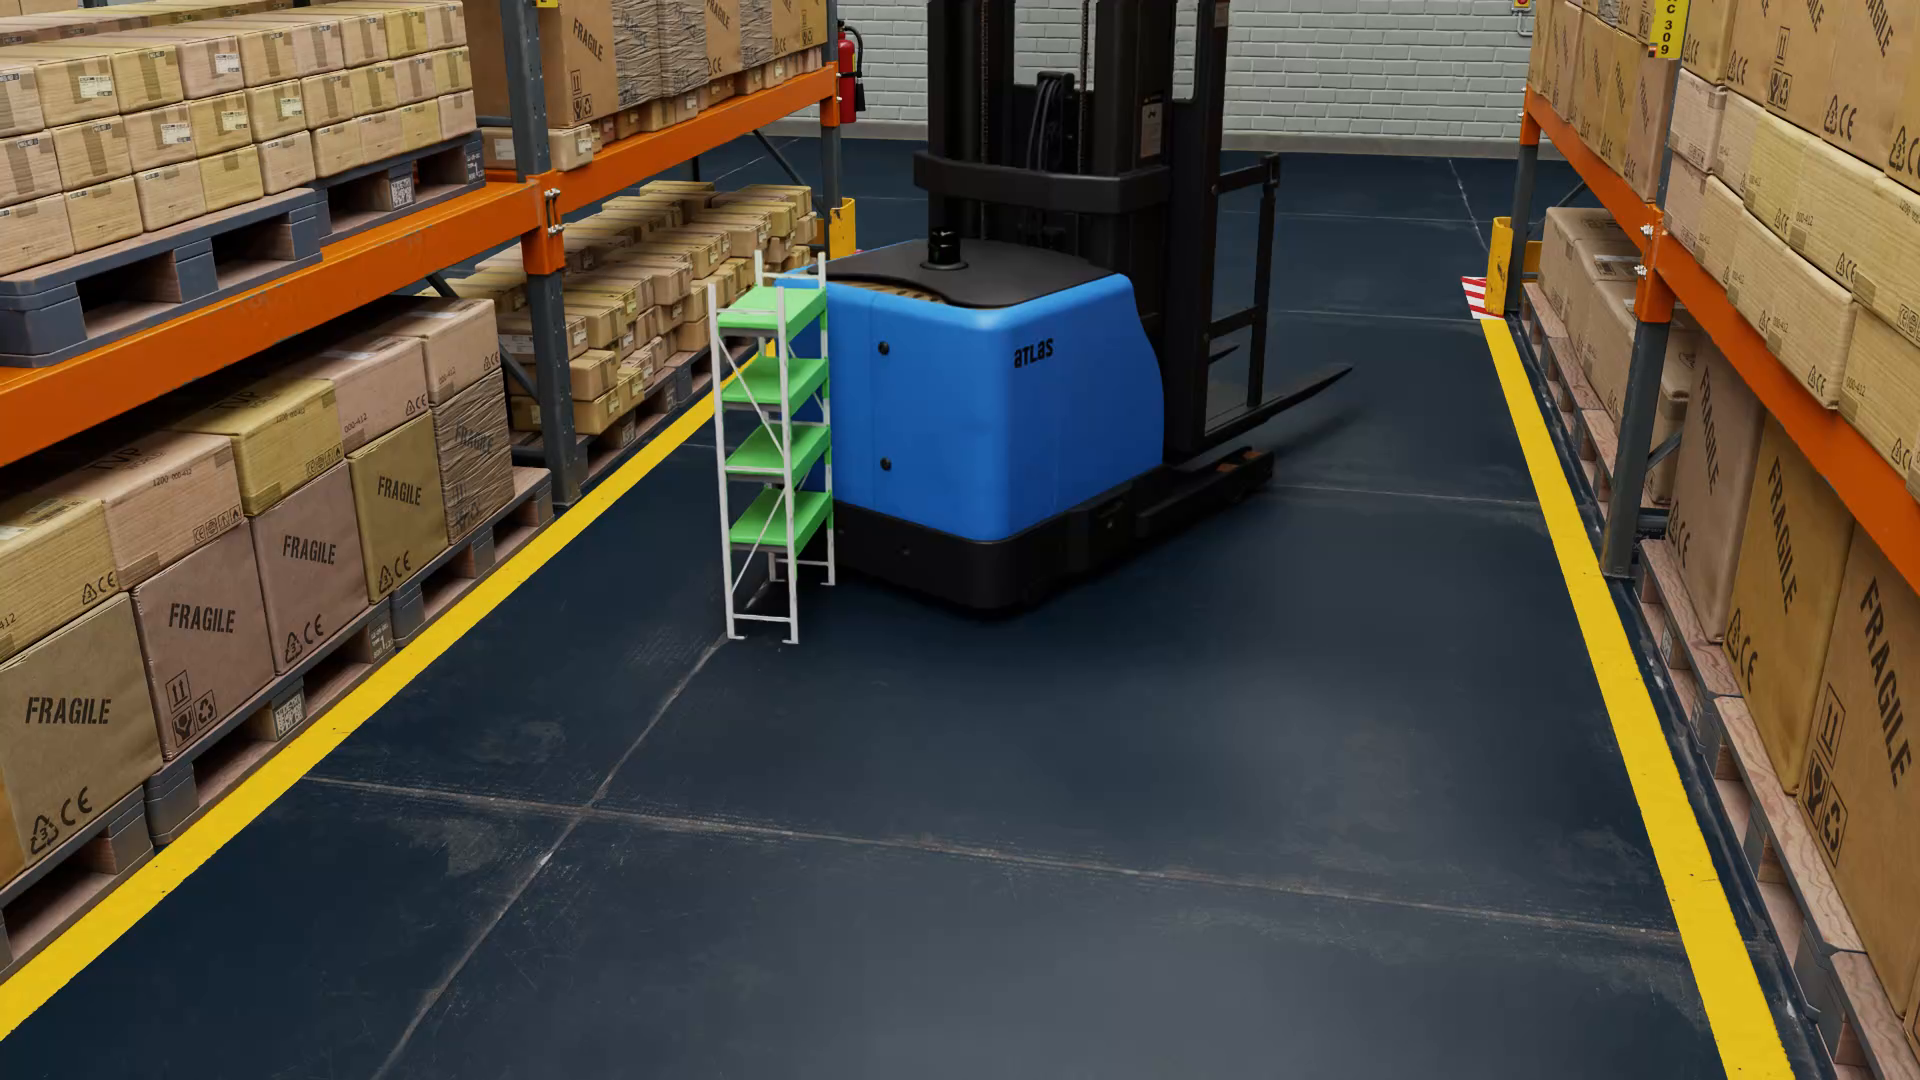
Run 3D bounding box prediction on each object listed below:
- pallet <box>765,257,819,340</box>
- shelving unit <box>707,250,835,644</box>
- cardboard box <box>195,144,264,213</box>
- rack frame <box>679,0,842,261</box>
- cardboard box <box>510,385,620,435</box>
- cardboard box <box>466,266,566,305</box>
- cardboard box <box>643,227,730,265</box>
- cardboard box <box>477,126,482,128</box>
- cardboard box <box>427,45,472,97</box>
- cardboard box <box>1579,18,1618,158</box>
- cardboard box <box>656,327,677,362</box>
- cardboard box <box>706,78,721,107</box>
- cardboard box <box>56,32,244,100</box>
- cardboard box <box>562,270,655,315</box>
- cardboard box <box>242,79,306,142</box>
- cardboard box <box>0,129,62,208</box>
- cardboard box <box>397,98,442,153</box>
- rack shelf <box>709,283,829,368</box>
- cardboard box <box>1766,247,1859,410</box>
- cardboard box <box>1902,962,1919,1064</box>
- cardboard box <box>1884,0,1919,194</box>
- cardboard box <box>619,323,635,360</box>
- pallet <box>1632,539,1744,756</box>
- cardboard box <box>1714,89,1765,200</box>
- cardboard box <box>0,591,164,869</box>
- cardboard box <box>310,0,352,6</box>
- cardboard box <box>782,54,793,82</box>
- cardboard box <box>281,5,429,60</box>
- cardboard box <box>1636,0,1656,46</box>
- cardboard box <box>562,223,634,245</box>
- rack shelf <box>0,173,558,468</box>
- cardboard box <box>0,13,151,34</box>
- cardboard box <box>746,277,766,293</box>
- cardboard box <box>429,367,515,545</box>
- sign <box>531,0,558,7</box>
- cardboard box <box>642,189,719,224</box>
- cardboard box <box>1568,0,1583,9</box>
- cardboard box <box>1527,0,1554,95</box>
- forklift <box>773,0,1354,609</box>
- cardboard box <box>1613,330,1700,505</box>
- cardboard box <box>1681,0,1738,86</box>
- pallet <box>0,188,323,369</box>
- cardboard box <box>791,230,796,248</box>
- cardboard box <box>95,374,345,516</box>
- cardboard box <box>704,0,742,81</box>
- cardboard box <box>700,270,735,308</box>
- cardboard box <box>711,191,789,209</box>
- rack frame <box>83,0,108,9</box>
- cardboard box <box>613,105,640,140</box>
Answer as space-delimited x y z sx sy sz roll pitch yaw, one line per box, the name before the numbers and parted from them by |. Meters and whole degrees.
pallet | -1.441 -1.423 9.604 1.003 0.211 1.213 4 22 11
shelving unit | -0.610 -0.312 5.521 0.258 1.200 0.503 4 22 10
cardboard box | -2.191 -1.017 4.637 0.380 0.149 0.250 5 23 13
rack frame | -1.225 -3.038 9.883 1.000 3.000 0.127 4 22 11
cardboard box | -1.652 -0.557 6.974 0.380 0.149 0.250 3 22 9
cardboard box | -2.037 -1.151 7.654 0.380 0.149 0.250 5 23 13
cardboard box | -1.398 -1.502 8.525 0.380 0.149 0.250 4 22 9
cardboard box | -2.153 -1.777 7.087 0.380 0.149 0.250 5 23 13
cardboard box | -1.929 -1.631 5.765 0.380 0.149 0.250 5 23 13
cardboard box | 2.858 -1.844 6.784 0.500 0.500 0.500 4 22 10
cardboard box | -1.575 -0.946 7.942 0.380 0.149 0.250 4 22 9
cardboard box | -1.402 -2.218 8.183 0.380 0.149 0.250 5 22 12
cardboard box | -2.199 -1.291 4.523 0.380 0.149 0.250 3 22 9
cardboard box | -1.619 -1.124 7.586 0.380 0.149 0.250 4 22 10
cardboard box | -2.141 -1.249 4.815 0.380 0.149 0.250 3 22 8
cardboard box | -2.355 -0.871 3.877 0.380 0.149 0.250 4 22 11
cardboard box | -1.981 -1.398 5.585 0.380 0.149 0.250 5 22 11
rack shelf | -0.610 -0.698 5.366 0.258 0.148 0.480 4 22 10
cardboard box | 2.142 -0.467 3.699 0.500 0.250 0.500 4 22 10
cardboard box | 2.231 0.772 2.703 0.875 0.875 0.875 4 22 10
cardboard box | 2.063 -0.861 3.004 0.500 0.500 0.500 4 22 11
cardboard box | -1.676 -0.885 7.392 0.380 0.149 0.250 4 22 11
pallet | 2.742 0.346 5.211 1.003 0.211 1.213 4 22 11
cardboard box | 2.381 -1.065 4.515 0.500 0.250 0.500 5 22 12
cardboard box | -2.364 0.429 4.058 0.500 0.500 0.500 5 22 12
cardboard box | -2.219 -1.958 6.669 0.500 0.500 0.500 4 22 11
cardboard box | -1.139 -2.600 9.131 0.380 0.149 0.250 4 22 10
cardboard box | -1.986 -1.670 5.462 0.380 0.149 0.250 4 22 9
cardboard box | 2.651 -1.939 5.681 0.500 0.500 0.500 4 22 10
cardboard box | -1.914 -1.538 8.615 0.380 0.149 0.250 5 22 12
rack shelf | -2.449 -0.510 4.569 1.077 0.370 4.000 4 22 11
cardboard box | -2.731 -1.534 5.124 0.380 0.149 0.250 4 22 10
cardboard box | -1.248 -1.321 8.873 0.380 0.149 0.250 3 22 9
cardboard box | -1.946 -0.321 5.919 0.500 0.500 0.500 4 22 10
sign | -1.497 -2.072 5.932 0.100 0.325 0.005 4 22 11
cardboard box | -1.603 -1.911 9.541 0.380 0.149 0.250 5 22 12
cardboard box | 3.069 -2.676 7.511 0.500 0.500 0.500 4 22 11
cardboard box | 3.263 -2.591 8.637 0.500 0.500 0.500 4 22 10
forklift | 0.641 -1.609 6.424 1.130 2.935 3.031 17 27 35
cardboard box | 3.059 -0.463 6.355 0.875 0.438 0.875 4 22 10
cardboard box | 2.454 -1.606 4.855 0.500 0.500 0.500 5 22 12
pallet | -2.493 -0.751 4.459 1.003 0.211 1.213 4 22 11
cardboard box | -1.159 -1.743 9.521 0.380 0.149 0.250 4 22 10
cardboard box | -2.158 -0.286 4.828 0.500 0.250 0.500 3 22 9
cardboard box | -1.381 -2.483 7.972 0.500 0.500 0.500 6 23 14
cardboard box | -1.350 -1.258 8.319 0.380 0.149 0.250 5 22 11
cardboard box | -1.192 -1.886 9.480 0.380 0.149 0.250 5 22 12
rack frame | -6.060 -3.453 10.913 1.000 3.000 0.127 4 22 11
cardboard box | -1.619 -1.838 7.239 0.380 0.149 0.250 3 22 9
